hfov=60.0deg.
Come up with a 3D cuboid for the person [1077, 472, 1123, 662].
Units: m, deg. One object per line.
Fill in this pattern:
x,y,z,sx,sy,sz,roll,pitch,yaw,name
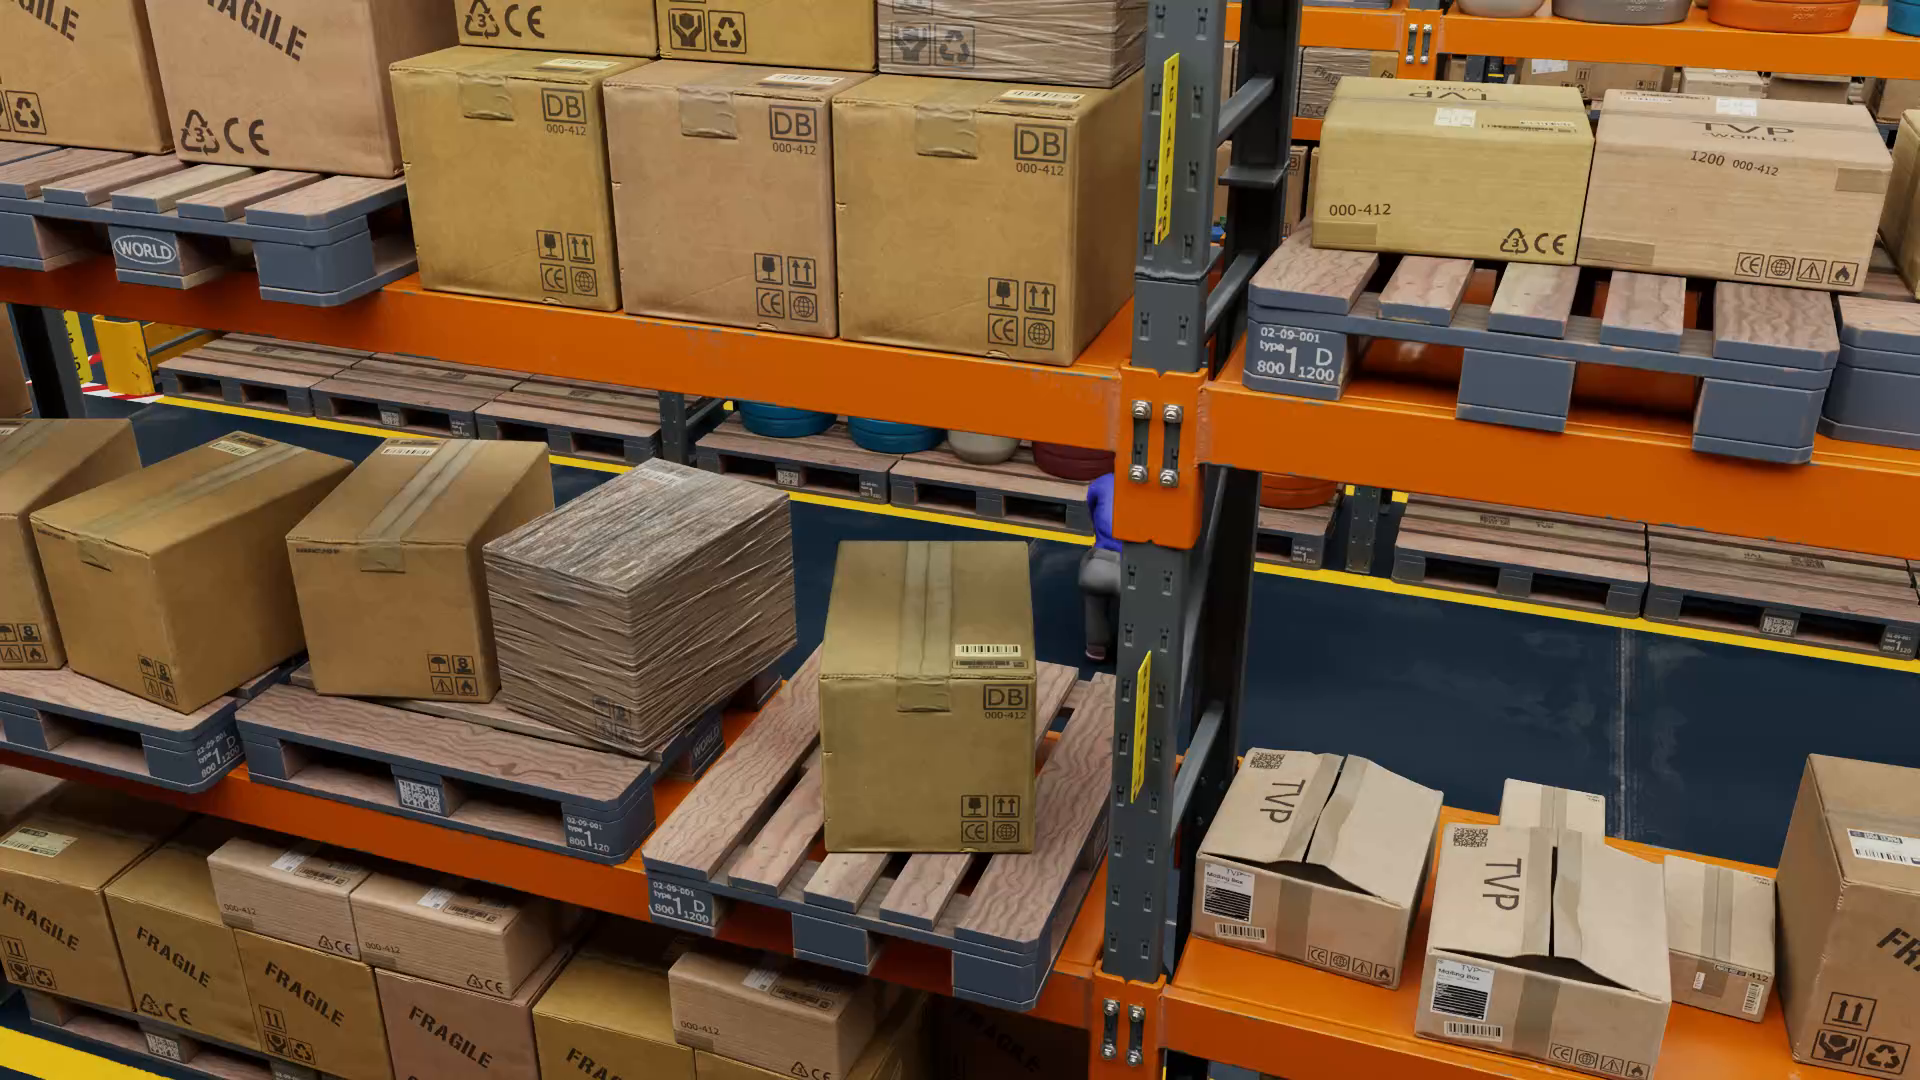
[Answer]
0.784,0.080,7.774,0.453,0.953,0.820,8,27,16,person
